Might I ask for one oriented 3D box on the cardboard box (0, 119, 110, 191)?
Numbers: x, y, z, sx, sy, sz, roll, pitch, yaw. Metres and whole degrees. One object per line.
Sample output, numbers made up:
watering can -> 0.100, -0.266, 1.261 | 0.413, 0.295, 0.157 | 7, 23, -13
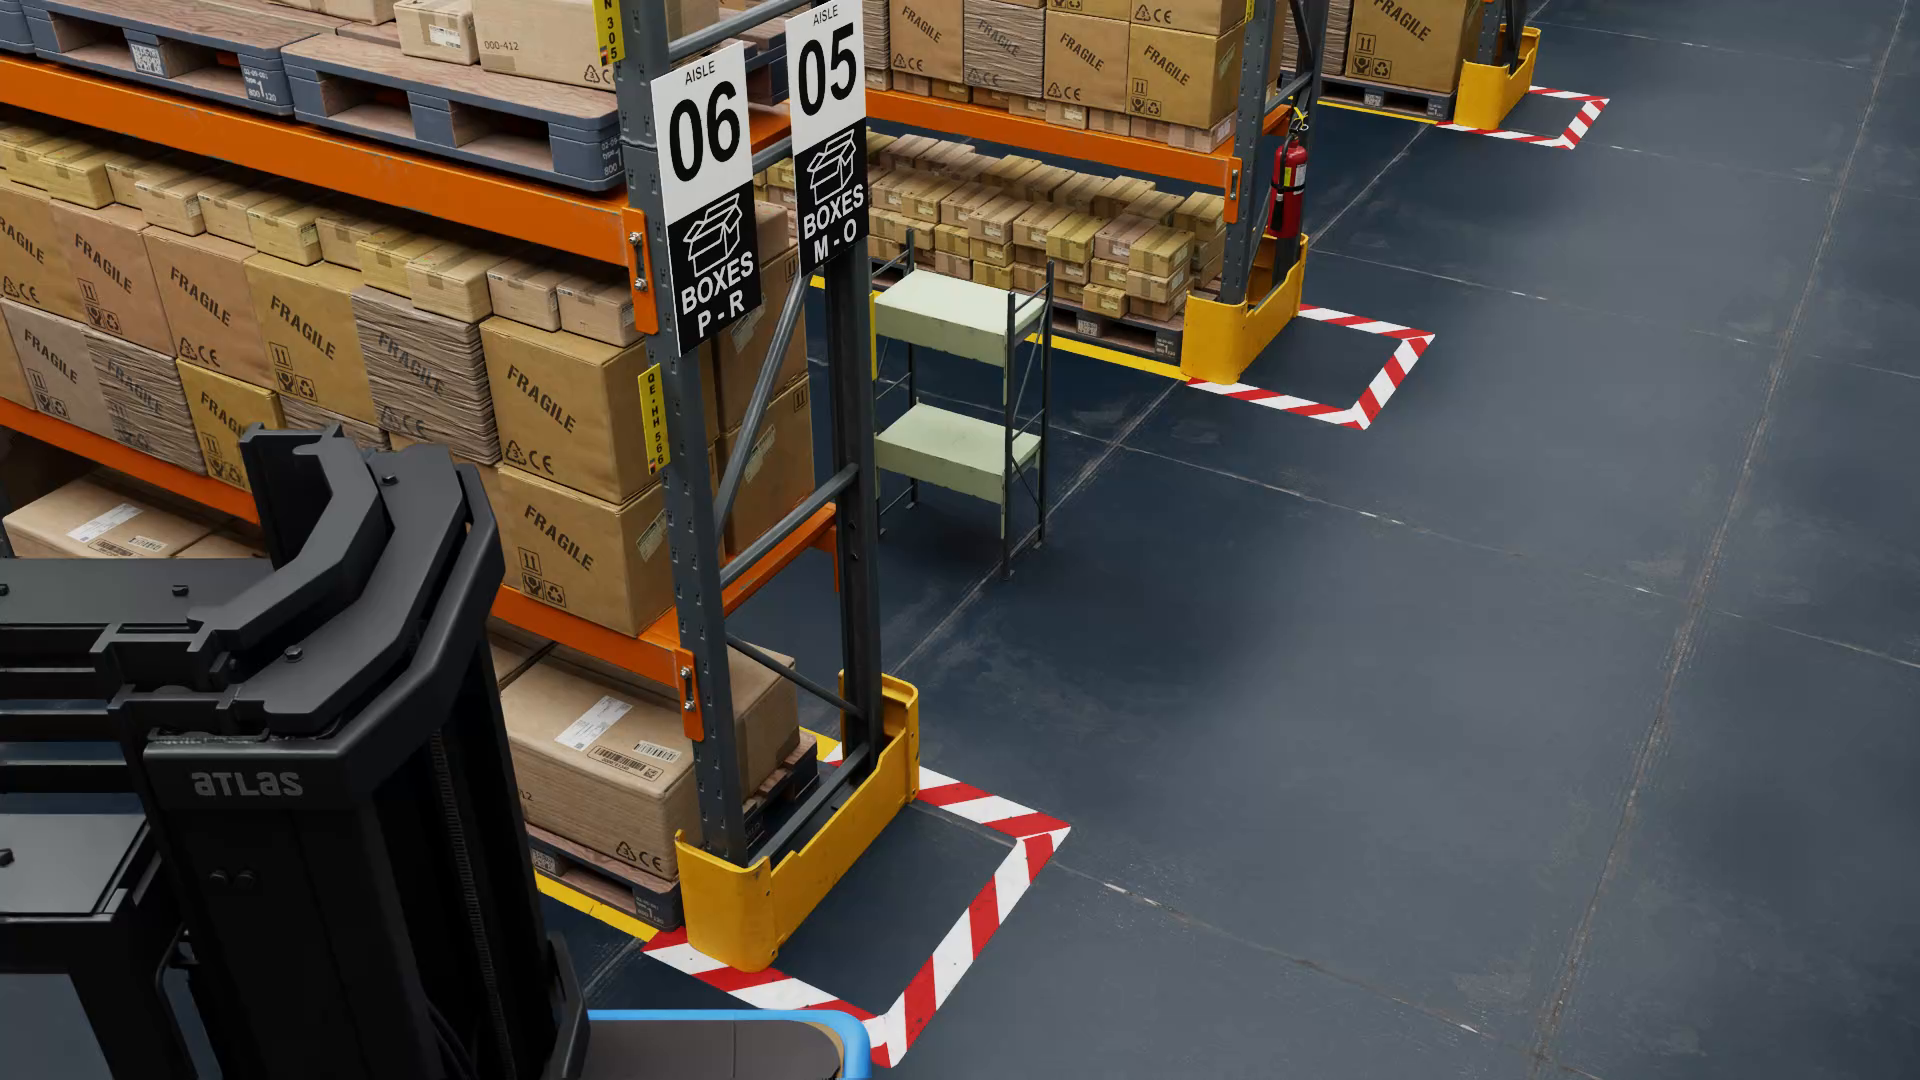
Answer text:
cardboard box -> -3.268, -1.430, 6.114 | 0.250, 0.149, 0.380 | 17, 37, 24

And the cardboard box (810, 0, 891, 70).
cardboard box -> -0.546, -3.154, 9.922 | 0.500, 0.500, 0.500 | 17, 37, 23

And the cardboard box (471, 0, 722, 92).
cardboard box -> -1.035, -1.508, 4.768 | 0.500, 0.250, 0.500 | 14, 36, 20

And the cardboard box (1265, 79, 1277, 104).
cardboard box -> 1.650, -2.577, 9.640 | 0.250, 0.149, 0.380 | 17, 37, 24

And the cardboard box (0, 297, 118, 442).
cardboard box -> -3.360, -0.771, 6.612 | 0.500, 0.500, 0.500 | 18, 38, 25

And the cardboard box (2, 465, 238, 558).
cardboard box -> -3.580, -0.009, 7.490 | 0.875, 0.438, 0.875 | 17, 37, 24

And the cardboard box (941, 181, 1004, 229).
cardboard box -> 0.078, -2.076, 10.317 | 0.250, 0.149, 0.380 | 16, 37, 23

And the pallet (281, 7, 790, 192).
pallet -> -1.249, -1.436, 5.073 | 1.213, 0.211, 1.003 | 18, 37, 24

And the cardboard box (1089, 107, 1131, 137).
cardboard box -> 0.923, -2.432, 9.423 | 0.250, 0.149, 0.380 | 17, 37, 24

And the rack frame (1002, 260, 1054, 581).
rack frame -> 0.312, -0.525, 7.686 | 0.023, 1.500, 0.400 | 18, 37, 24

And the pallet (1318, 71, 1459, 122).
pallet -> 3.585, -3.815, 13.789 | 1.213, 0.211, 1.003 | 18, 37, 24

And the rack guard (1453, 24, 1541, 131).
rack guard -> 4.339, -3.747, 13.426 | 0.348, 0.500, 1.175 | 18, 37, 24

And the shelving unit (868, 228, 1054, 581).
shelving unit -> -0.006, -0.626, 7.837 | 0.755, 1.500, 0.431 | 18, 37, 24

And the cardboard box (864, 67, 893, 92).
cardboard box -> -0.453, -2.856, 10.059 | 0.250, 0.149, 0.380 | 19, 38, 26

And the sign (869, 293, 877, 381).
sign -> -0.319, -0.684, 5.718 | 0.005, 0.325, 0.100 | 18, 37, 24

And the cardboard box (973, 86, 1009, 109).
cardboard box -> 0.271, -2.681, 9.796 | 0.250, 0.149, 0.380 | 16, 37, 22

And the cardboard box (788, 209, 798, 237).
cardboard box -> -1.074, -2.152, 10.968 | 0.250, 0.149, 0.380 | 17, 37, 24

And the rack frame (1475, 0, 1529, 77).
rack frame -> 4.318, -4.794, 12.743 | 0.127, 3.000, 1.000 | 18, 37, 24

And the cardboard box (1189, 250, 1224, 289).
cardboard box -> 1.473, -1.721, 10.322 | 0.250, 0.149, 0.380 | 18, 38, 25

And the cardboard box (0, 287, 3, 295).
cardboard box -> -3.779, -1.335, 6.557 | 0.500, 0.500, 0.500 | 18, 38, 25

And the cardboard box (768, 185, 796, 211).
cardboard box -> -1.054, -2.317, 10.948 | 0.250, 0.149, 0.380 | 17, 37, 24

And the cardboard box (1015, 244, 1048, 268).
cardboard box -> 0.535, -1.820, 10.202 | 0.250, 0.149, 0.380 | 17, 37, 24

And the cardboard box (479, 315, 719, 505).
cardboard box -> -1.136, -0.501, 5.303 | 0.500, 0.500, 0.500 | 19, 38, 26

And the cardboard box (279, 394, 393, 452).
cardboard box -> -2.029, -0.354, 5.985 | 0.500, 0.500, 0.500 | 19, 38, 26

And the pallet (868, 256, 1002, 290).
pallet -> -0.040, -1.872, 10.870 | 1.213, 0.211, 1.003 | 18, 37, 24

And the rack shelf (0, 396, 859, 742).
rack shelf -> -2.336, -0.276, 6.607 | 4.000, 0.370, 1.077 | 18, 37, 24

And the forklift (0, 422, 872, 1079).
forklift -> -1.740, 1.194, 3.812 | 3.031, 2.935, 1.130 | 0, 34, 0

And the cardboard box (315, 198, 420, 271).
cardboard box -> -1.899, -1.039, 5.526 | 0.250, 0.149, 0.380 | 17, 37, 24

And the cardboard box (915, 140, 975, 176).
cardboard box -> -0.097, -2.475, 10.917 | 0.250, 0.149, 0.380 | 16, 37, 23

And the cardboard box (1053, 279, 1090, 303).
cardboard box -> 0.748, -1.603, 10.145 | 0.250, 0.149, 0.380 | 17, 37, 24

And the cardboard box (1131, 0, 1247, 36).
cardboard box -> 1.248, -3.023, 8.822 | 0.500, 0.500, 0.500 | 17, 37, 23

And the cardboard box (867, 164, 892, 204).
cardboard box -> -0.636, -2.256, 10.588 | 0.250, 0.149, 0.380 | 18, 38, 25

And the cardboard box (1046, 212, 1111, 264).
cardboard box -> 0.706, -1.801, 9.905 | 0.250, 0.149, 0.380 | 17, 37, 23

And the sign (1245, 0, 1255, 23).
sign -> 1.476, -2.787, 8.399 | 0.005, 0.325, 0.100 | 18, 37, 24

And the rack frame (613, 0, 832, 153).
rack frame -> -0.599, -2.522, 3.918 | 0.127, 3.000, 1.000 | 18, 37, 24

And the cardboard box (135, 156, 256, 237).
cardboard box -> -2.614, -1.213, 5.788 | 0.250, 0.149, 0.380 | 18, 38, 25

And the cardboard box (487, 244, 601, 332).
cardboard box -> -1.243, -0.813, 5.188 | 0.250, 0.149, 0.380 | 18, 38, 25

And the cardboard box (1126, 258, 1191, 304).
cardboard box -> 1.169, -1.555, 9.803 | 0.250, 0.149, 0.380 | 17, 37, 23

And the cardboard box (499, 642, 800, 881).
cardboard box -> -1.222, 0.733, 6.375 | 0.875, 0.438, 0.875 | 16, 37, 23

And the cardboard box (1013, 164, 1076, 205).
cardboard box -> 0.536, -2.236, 10.558 | 0.250, 0.149, 0.380 | 19, 38, 26

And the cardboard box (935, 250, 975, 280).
cardboard box -> 0.048, -1.790, 10.425 | 0.250, 0.149, 0.380 | 18, 38, 25

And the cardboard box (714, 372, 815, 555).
cardboard box -> -0.874, -0.337, 5.959 | 0.500, 0.500, 0.500 | 17, 37, 24

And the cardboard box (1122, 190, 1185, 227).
cardboard box -> 1.184, -1.996, 10.198 | 0.250, 0.149, 0.380 | 18, 38, 25

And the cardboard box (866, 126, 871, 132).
cardboard box -> -0.805, -2.682, 11.228 | 0.250, 0.149, 0.380 | 17, 37, 24

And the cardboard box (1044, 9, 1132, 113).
cardboard box -> 0.807, -2.744, 9.306 | 0.500, 0.500, 0.500 | 17, 37, 24

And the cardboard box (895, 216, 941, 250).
cardboard box -> -0.205, -1.975, 10.434 | 0.250, 0.149, 0.380 | 18, 38, 25

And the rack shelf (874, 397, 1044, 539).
rack shelf -> -0.006, -0.355, 8.018 | 0.720, 0.370, 0.431 | 18, 37, 24

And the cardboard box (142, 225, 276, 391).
cardboard box -> -2.468, -0.907, 5.914 | 0.500, 0.500, 0.500 | 17, 37, 24
